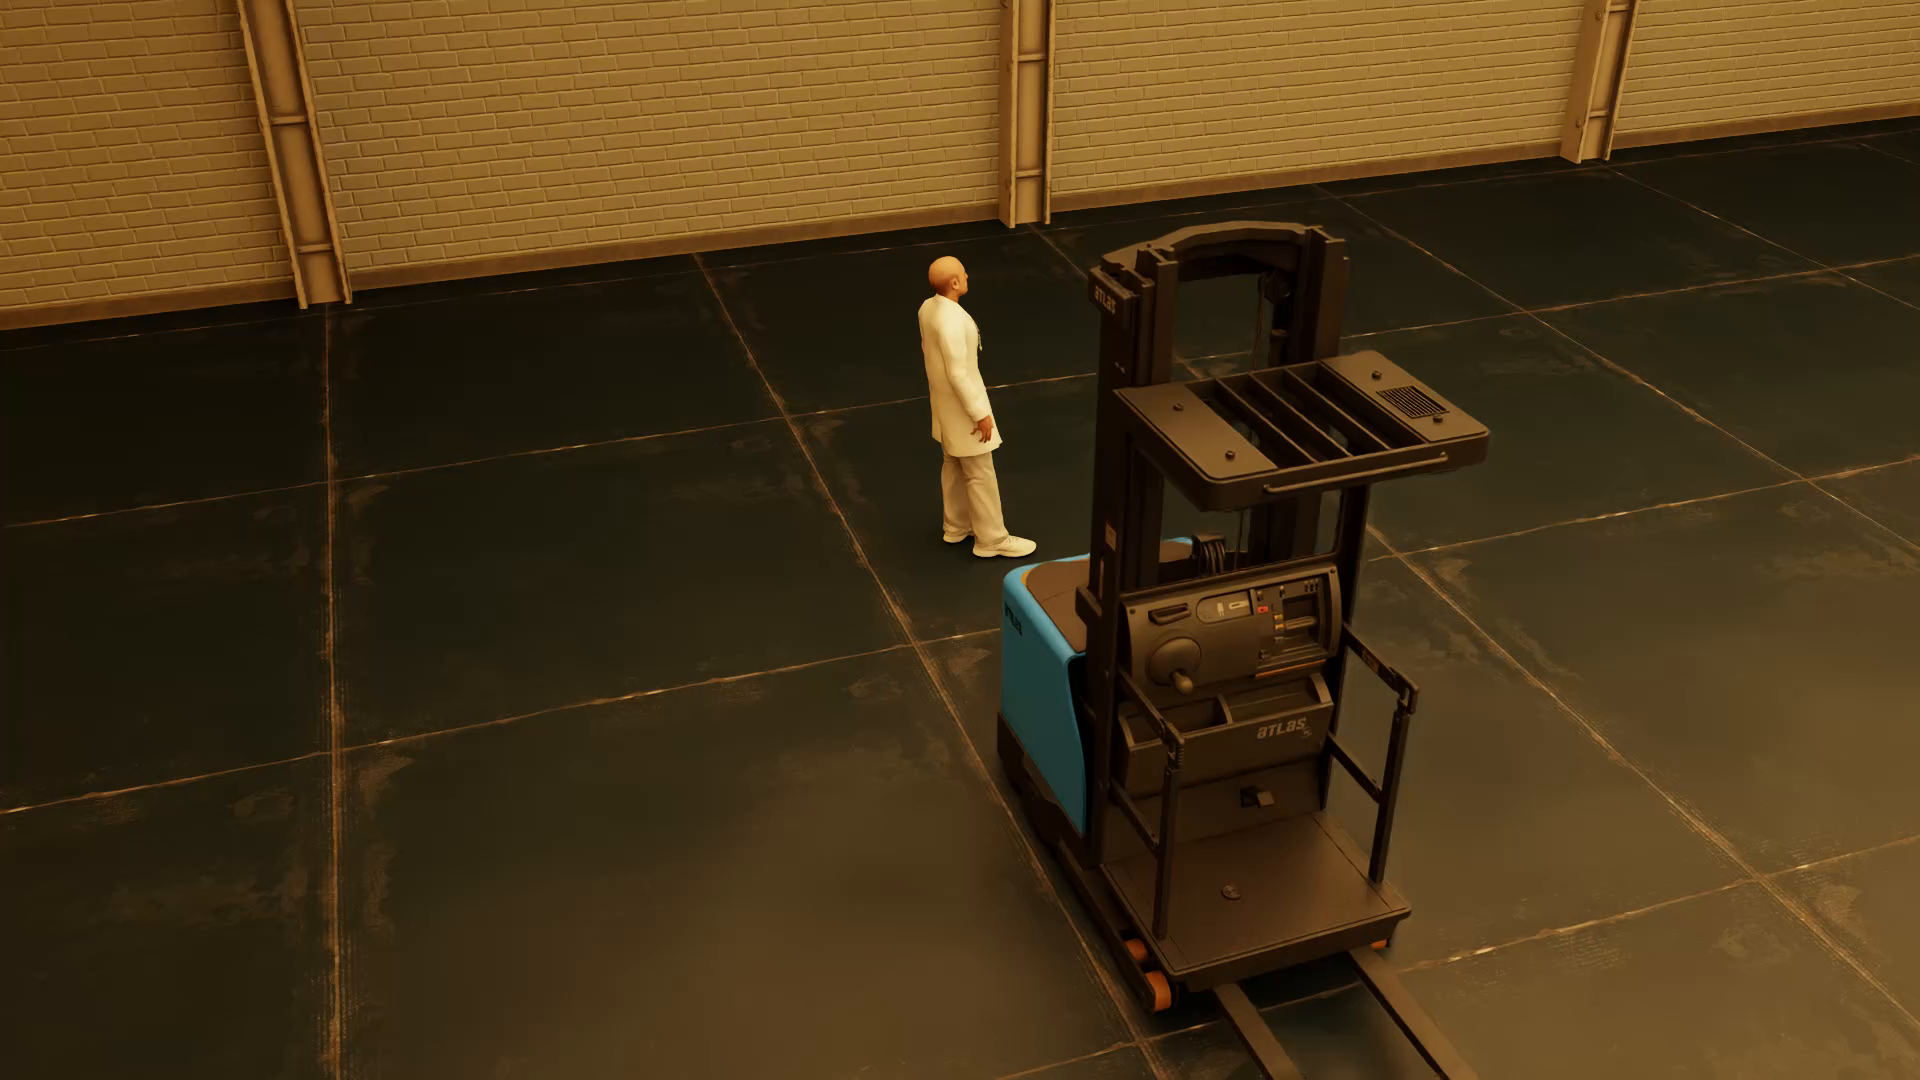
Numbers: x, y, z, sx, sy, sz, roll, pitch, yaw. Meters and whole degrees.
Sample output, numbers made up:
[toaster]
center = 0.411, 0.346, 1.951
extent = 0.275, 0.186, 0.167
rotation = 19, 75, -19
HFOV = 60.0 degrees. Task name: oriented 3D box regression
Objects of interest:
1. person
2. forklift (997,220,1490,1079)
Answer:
[person]
center = 0.087, -0.783, 9.603
extent = 0.581, 1.763, 0.696
rotation = -10, 31, -16
[forklift]
center = 1.160, 0.401, 6.389
extent = 1.130, 2.935, 3.031
rotation = -10, 31, -17
